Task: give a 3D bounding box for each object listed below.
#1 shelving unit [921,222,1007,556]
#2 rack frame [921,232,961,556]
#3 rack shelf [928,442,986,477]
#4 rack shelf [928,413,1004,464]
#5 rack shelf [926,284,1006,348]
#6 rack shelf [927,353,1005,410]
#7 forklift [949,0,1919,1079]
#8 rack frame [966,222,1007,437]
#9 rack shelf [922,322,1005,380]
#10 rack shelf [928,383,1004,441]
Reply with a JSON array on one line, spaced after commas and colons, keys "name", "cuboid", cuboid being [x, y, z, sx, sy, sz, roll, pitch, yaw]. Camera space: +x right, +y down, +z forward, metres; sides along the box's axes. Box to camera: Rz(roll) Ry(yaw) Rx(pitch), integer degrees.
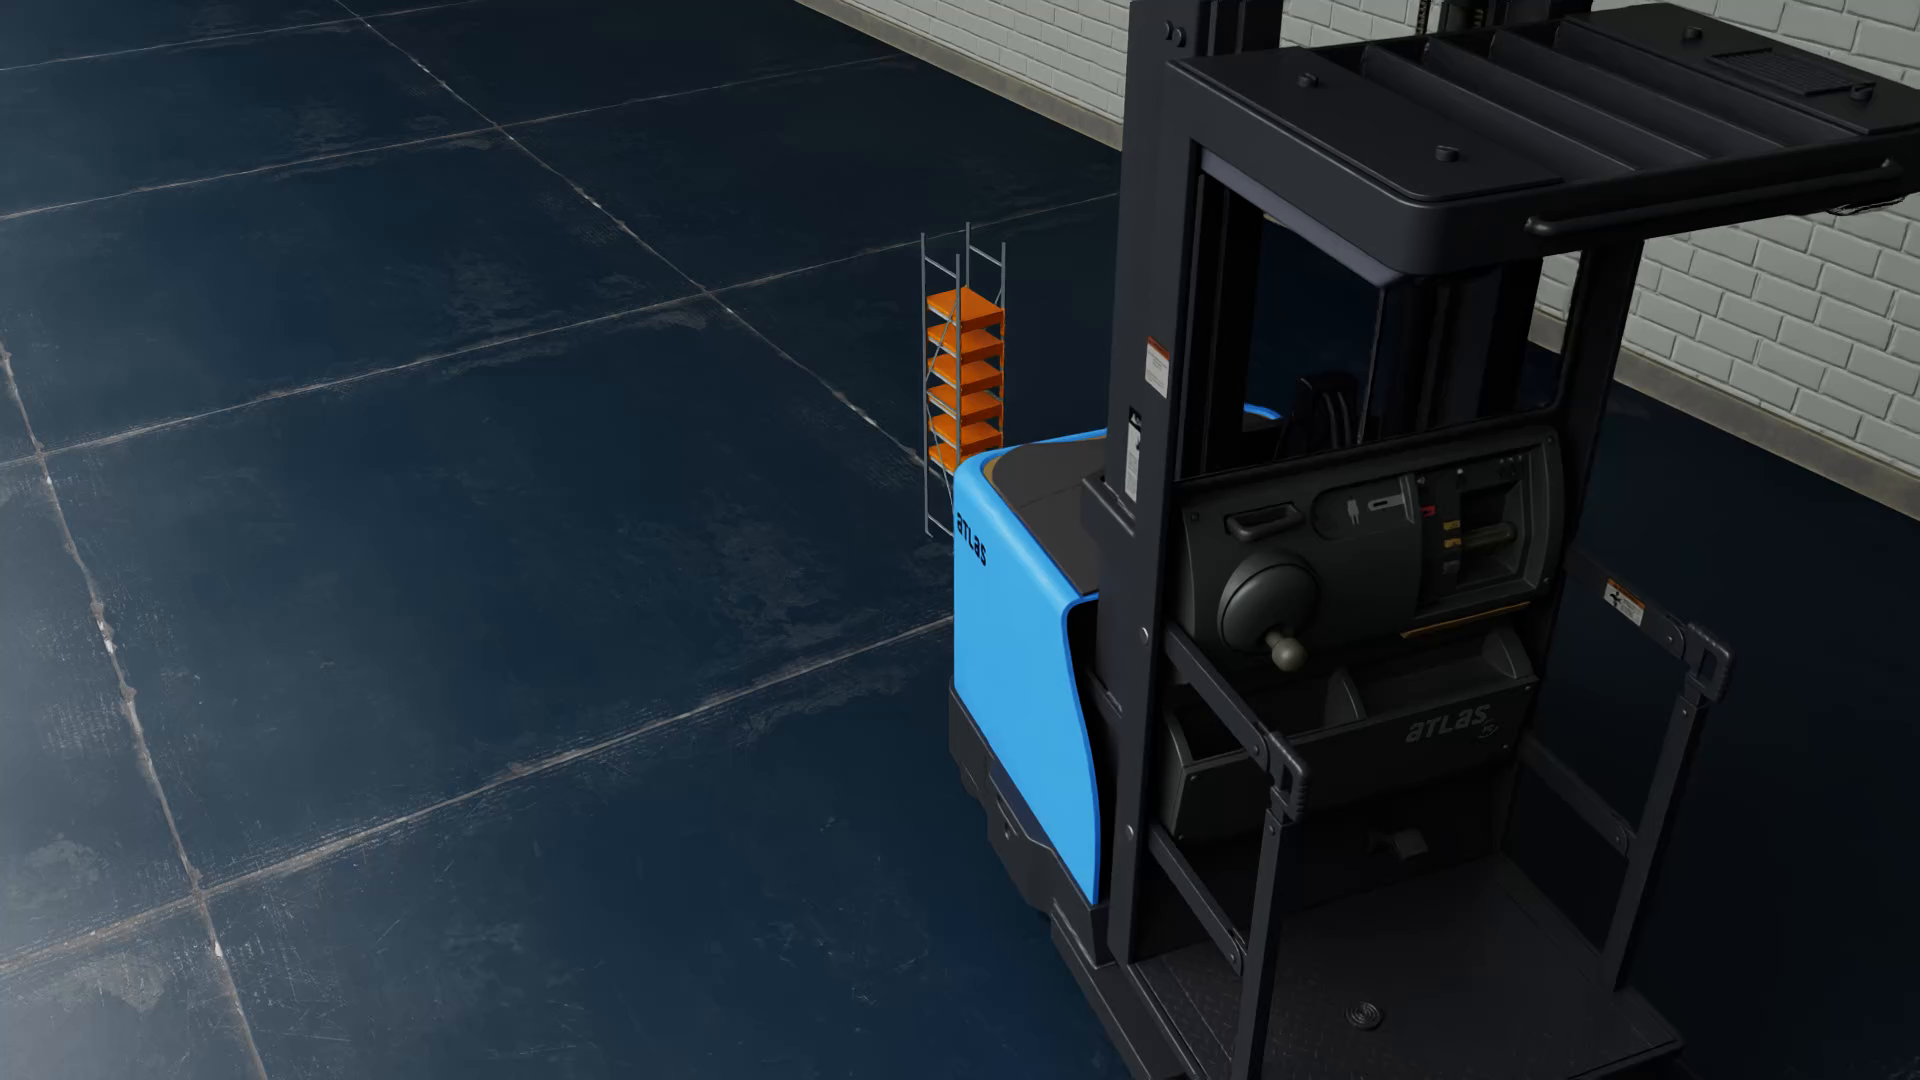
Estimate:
[{"name": "shelving unit", "cuboid": [0.012, -0.512, 5.937, 0.189, 1.200, 0.258, -19, 37, -27]}, {"name": "rack frame", "cuboid": [-0.065, -0.485, 5.895, 0.006, 1.200, 0.240, -19, 37, -27]}, {"name": "rack shelf", "cuboid": [0.012, -0.271, 6.088, 0.180, 0.103, 0.258, -19, 37, -27]}, {"name": "rack shelf", "cuboid": [0.012, -0.373, 6.024, 0.180, 0.103, 0.258, -19, 37, -27]}, {"name": "rack shelf", "cuboid": [0.012, -0.779, 5.768, 0.180, 0.103, 0.258, -19, 37, -27]}, {"name": "rack shelf", "cuboid": [0.012, -0.576, 5.896, 0.180, 0.103, 0.258, -19, 37, -27]}, {"name": "forklift", "cuboid": [0.975, 0.073, 3.386, 1.130, 2.935, 3.031, -12, 34, -18]}, {"name": "rack frame", "cuboid": [0.089, -0.538, 5.978, 0.006, 1.200, 0.240, -19, 37, -27]}, {"name": "rack shelf", "cuboid": [0.012, -0.677, 5.832, 0.180, 0.103, 0.258, -19, 37, -27]}, {"name": "rack shelf", "cuboid": [0.012, -0.474, 5.960, 0.180, 0.103, 0.258, -19, 37, -27]}]
